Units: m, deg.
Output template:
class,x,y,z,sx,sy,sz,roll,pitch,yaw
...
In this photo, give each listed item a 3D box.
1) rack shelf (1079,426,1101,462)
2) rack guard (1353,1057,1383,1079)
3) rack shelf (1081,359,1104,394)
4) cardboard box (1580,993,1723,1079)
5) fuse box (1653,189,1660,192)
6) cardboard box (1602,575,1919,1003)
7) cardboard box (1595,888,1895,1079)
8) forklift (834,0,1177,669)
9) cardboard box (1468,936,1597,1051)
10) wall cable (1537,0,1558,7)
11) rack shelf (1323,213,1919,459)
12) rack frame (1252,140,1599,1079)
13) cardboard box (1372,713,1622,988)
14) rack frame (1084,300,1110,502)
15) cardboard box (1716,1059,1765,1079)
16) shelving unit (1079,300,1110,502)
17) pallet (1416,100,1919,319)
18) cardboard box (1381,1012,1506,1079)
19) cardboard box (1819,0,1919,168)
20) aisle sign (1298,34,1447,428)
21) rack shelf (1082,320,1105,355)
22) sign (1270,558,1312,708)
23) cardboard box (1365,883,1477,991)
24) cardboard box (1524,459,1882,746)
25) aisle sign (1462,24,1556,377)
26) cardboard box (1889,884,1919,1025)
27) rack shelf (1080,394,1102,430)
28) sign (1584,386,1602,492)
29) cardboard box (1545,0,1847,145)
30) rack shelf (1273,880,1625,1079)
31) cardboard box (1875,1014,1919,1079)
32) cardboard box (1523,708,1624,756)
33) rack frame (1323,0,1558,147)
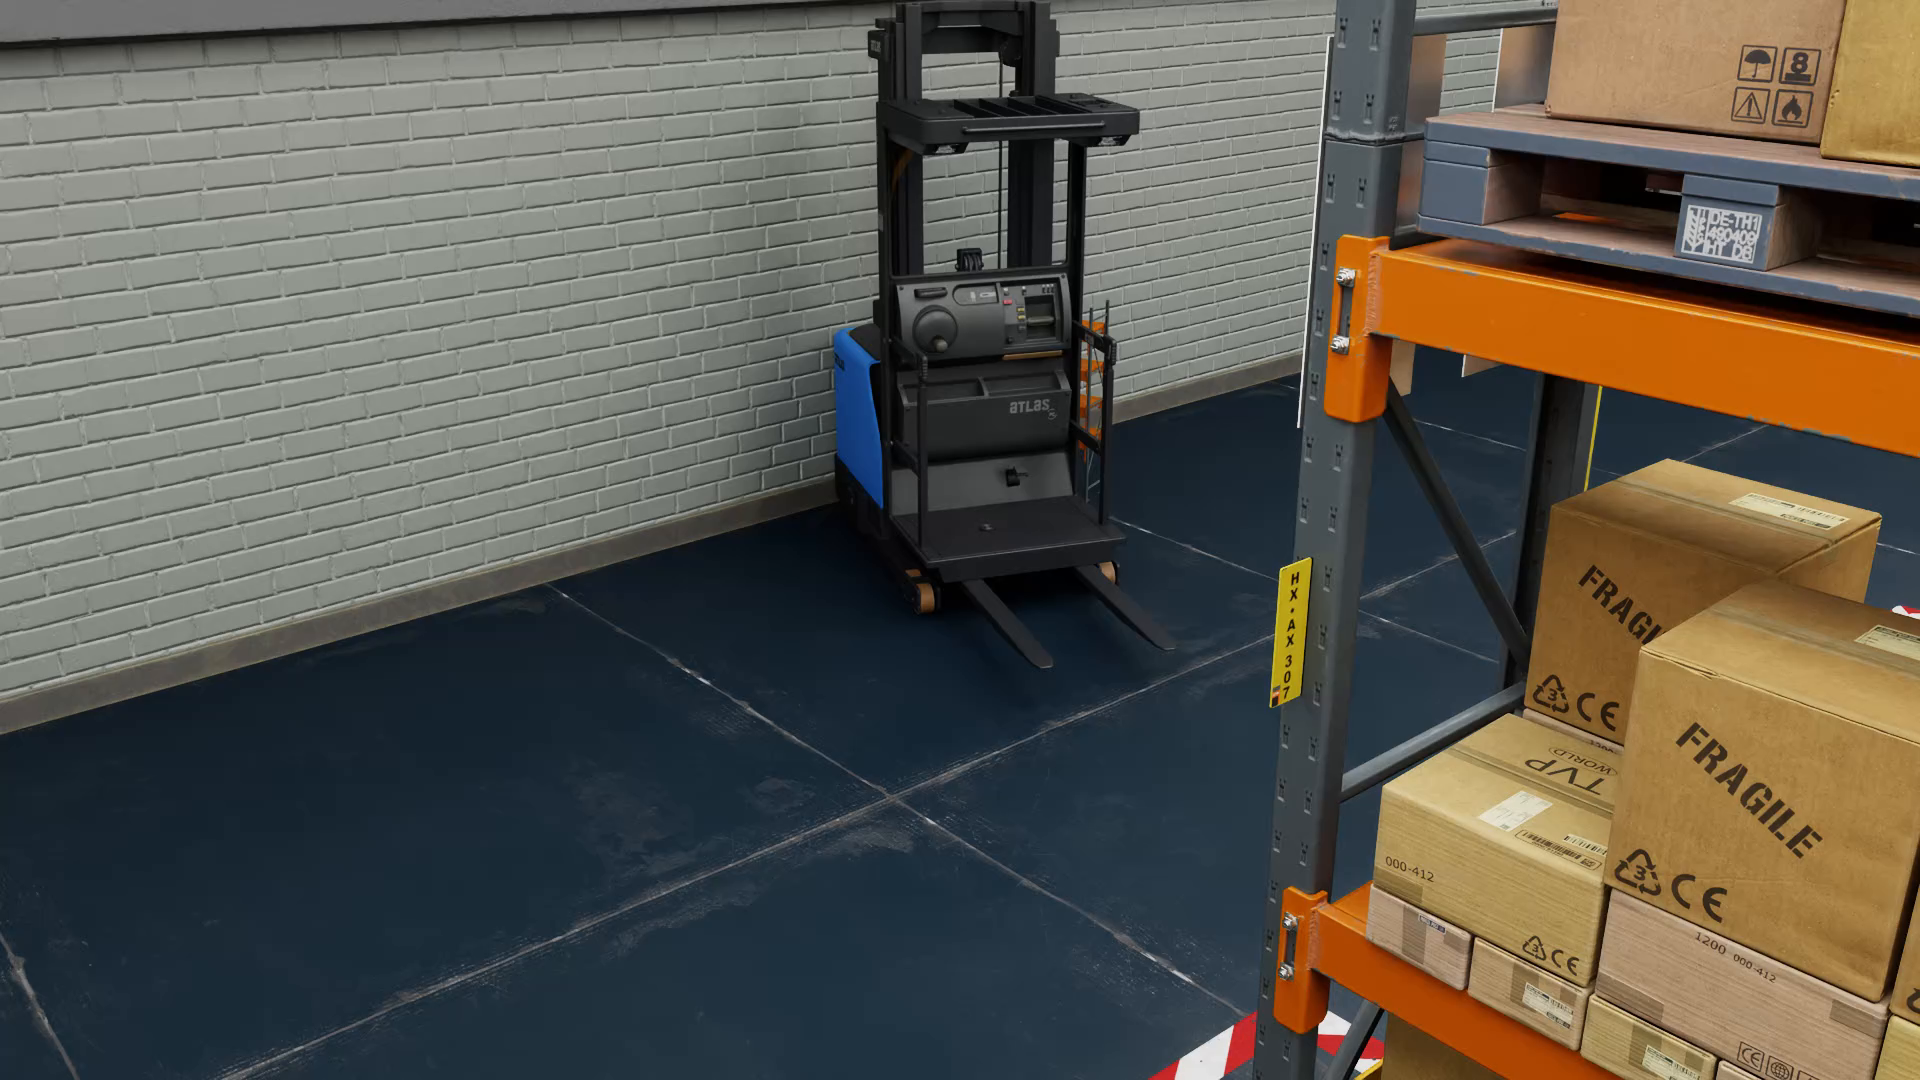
class,x,y,z,sx,sy,sz,roll,pitch,yaw
rack shelf,0.605,-0.618,10.146,0.480,0.148,0.258,12,24,28
rack guard,1.117,1.667,4.542,1.175,0.500,0.348,-17,27,-37
rack shelf,0.605,-1.011,9.992,0.480,0.148,0.258,12,24,28
cardboard box,1.450,0.945,3.303,0.380,0.149,0.250,-18,28,-39
fuse box,6.628,-3.261,15.464,0.539,1.711,0.414,-17,27,-37
cardboard box,1.568,0.427,3.050,0.500,0.500,0.500,-18,28,-39
cardboard box,1.586,0.780,3.177,0.500,0.250,0.500,-18,28,-38
forklift,0.198,-1.147,8.395,1.130,2.935,3.031,-7,22,-17
cardboard box,1.283,0.874,3.484,0.380,0.149,0.250,-18,28,-38
wall cable,4.942,-3.889,13.865,0.585,1.953,0.123,-17,27,-37
rack shelf,2.438,0.001,2.242,1.077,0.370,4.000,-17,27,-37
rack frame,1.133,0.510,4.069,1.000,3.000,0.127,-17,27,-37
cardboard box,1.241,0.638,3.539,0.500,0.250,0.500,-18,28,-39
rack frame,0.816,-0.821,9.935,0.015,1.200,0.240,12,24,28
cardboard box,1.621,1.017,3.120,0.380,0.149,0.250,-18,28,-38
shelving unit,0.605,-0.866,10.049,0.503,1.200,0.258,12,24,28
pallet,1.625,-0.643,3.021,1.003,0.211,1.213,-17,27,-37
cardboard box,1.611,1.462,3.977,0.875,0.875,0.875,-17,27,-37
cardboard box,1.789,-0.860,2.604,0.700,0.500,0.500,-19,28,-39
aisle sign,0.858,-0.649,3.463,0.394,0.787,0.004,-17,27,-37
rack shelf,0.605,-1.232,9.906,0.480,0.148,0.258,12,24,28
sign,0.708,0.200,3.564,0.100,0.325,0.005,-17,27,-37
cardboard box,1.114,0.804,3.664,0.380,0.149,0.250,-17,27,-37
cardboard box,1.650,0.164,3.721,0.500,0.500,0.500,-17,27,-37
aisle sign,1.313,-0.792,3.828,0.394,0.787,0.004,-17,27,-37
cardboard box,1.911,0.569,2.688,0.500,0.500,0.500,-18,28,-39
rack shelf,0.605,-0.803,10.074,0.480,0.148,0.258,12,24,28
sign,1.553,-0.265,4.135,0.100,0.325,0.005,-17,27,-37
cardboard box,1.513,-1.044,3.075,0.700,0.500,0.500,-20,29,-41
rack shelf,2.438,1.397,2.789,1.077,0.370,4.000,-17,27,-37
cardboard box,1.911,0.920,2.820,0.500,0.250,0.500,-19,28,-39
cardboard box,1.650,0.512,3.862,0.500,0.250,0.500,-18,28,-38
rack frame,1.133,-2.283,2.975,1.000,3.000,0.127,-17,27,-37
